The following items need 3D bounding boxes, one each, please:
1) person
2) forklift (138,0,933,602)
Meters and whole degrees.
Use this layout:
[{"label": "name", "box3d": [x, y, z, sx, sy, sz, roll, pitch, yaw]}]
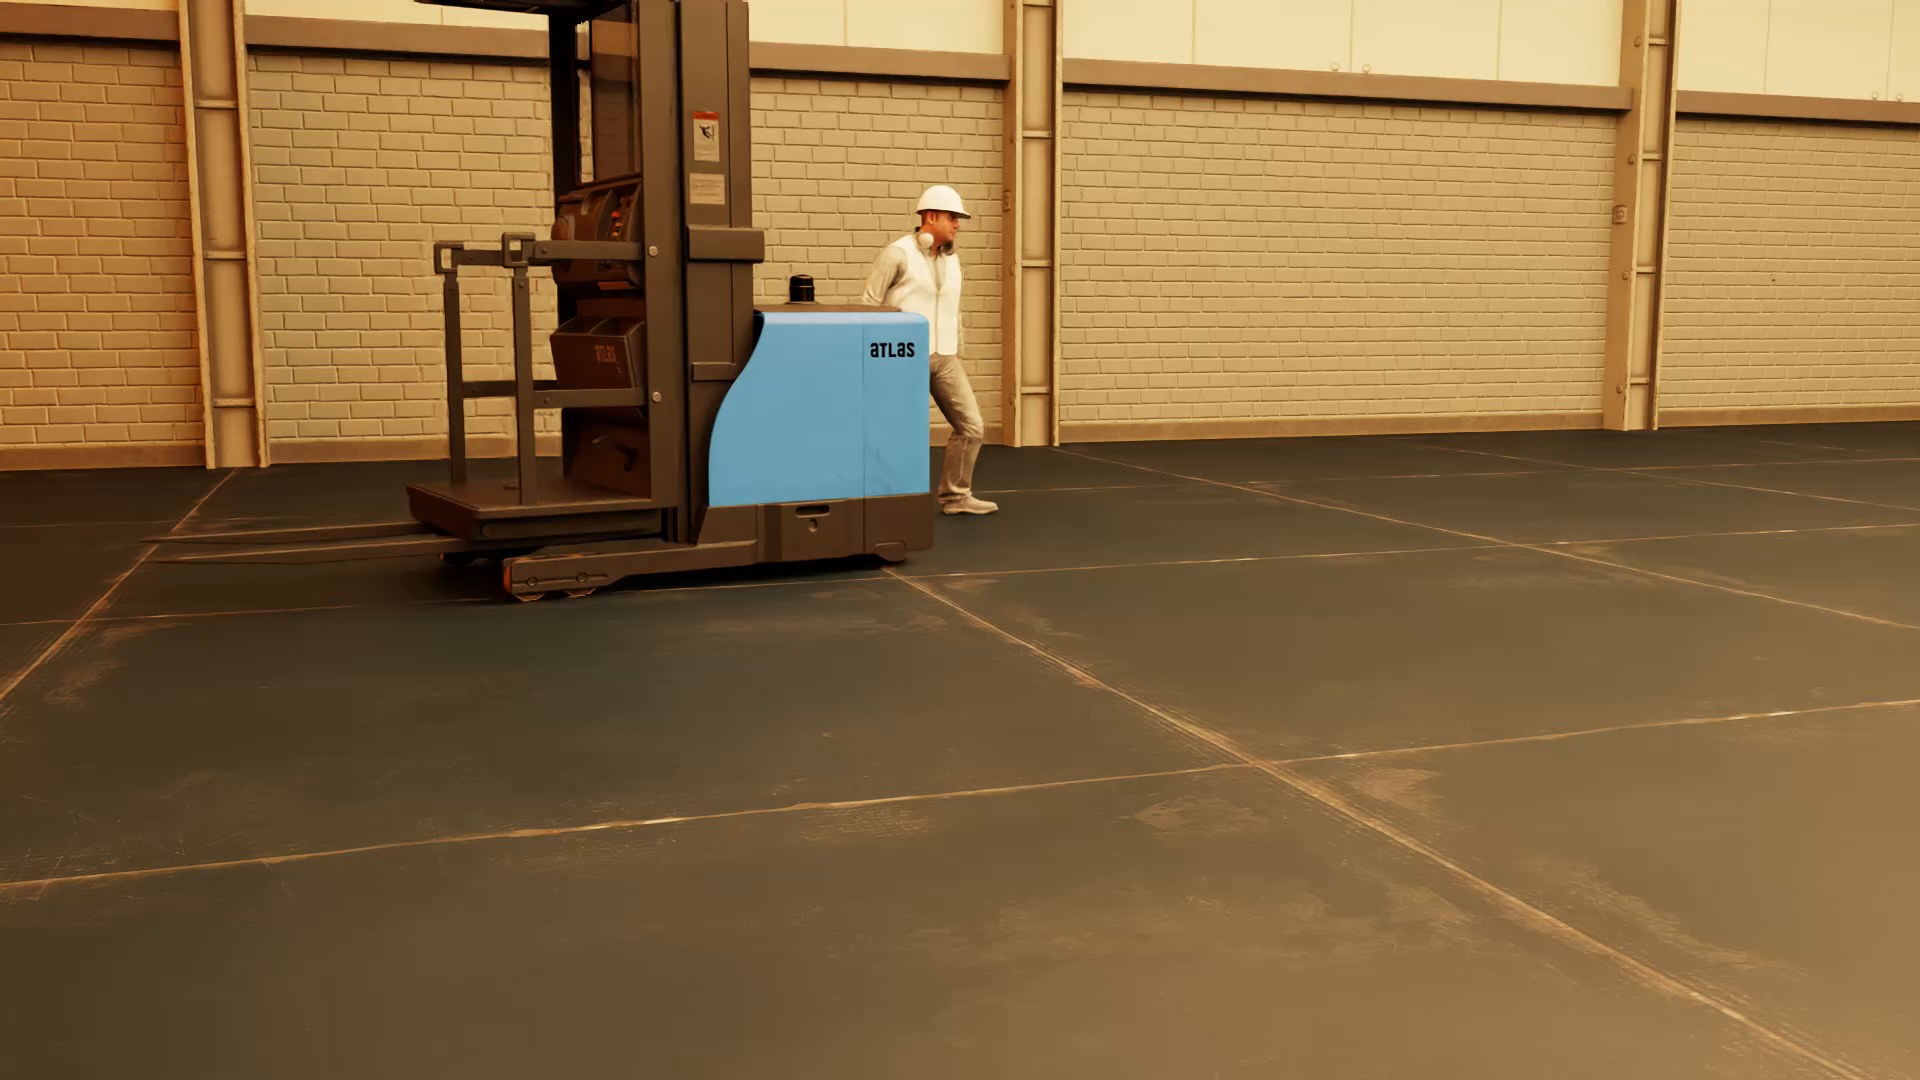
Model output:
[{"label": "person", "box3d": [-0.199, -0.961, 8.688, 0.867, 1.745, 0.467, -6, 10, -36]}, {"label": "forklift", "box3d": [-1.643, -1.302, 6.619, 3.031, 2.935, 1.130, -5, 9, -31]}]
